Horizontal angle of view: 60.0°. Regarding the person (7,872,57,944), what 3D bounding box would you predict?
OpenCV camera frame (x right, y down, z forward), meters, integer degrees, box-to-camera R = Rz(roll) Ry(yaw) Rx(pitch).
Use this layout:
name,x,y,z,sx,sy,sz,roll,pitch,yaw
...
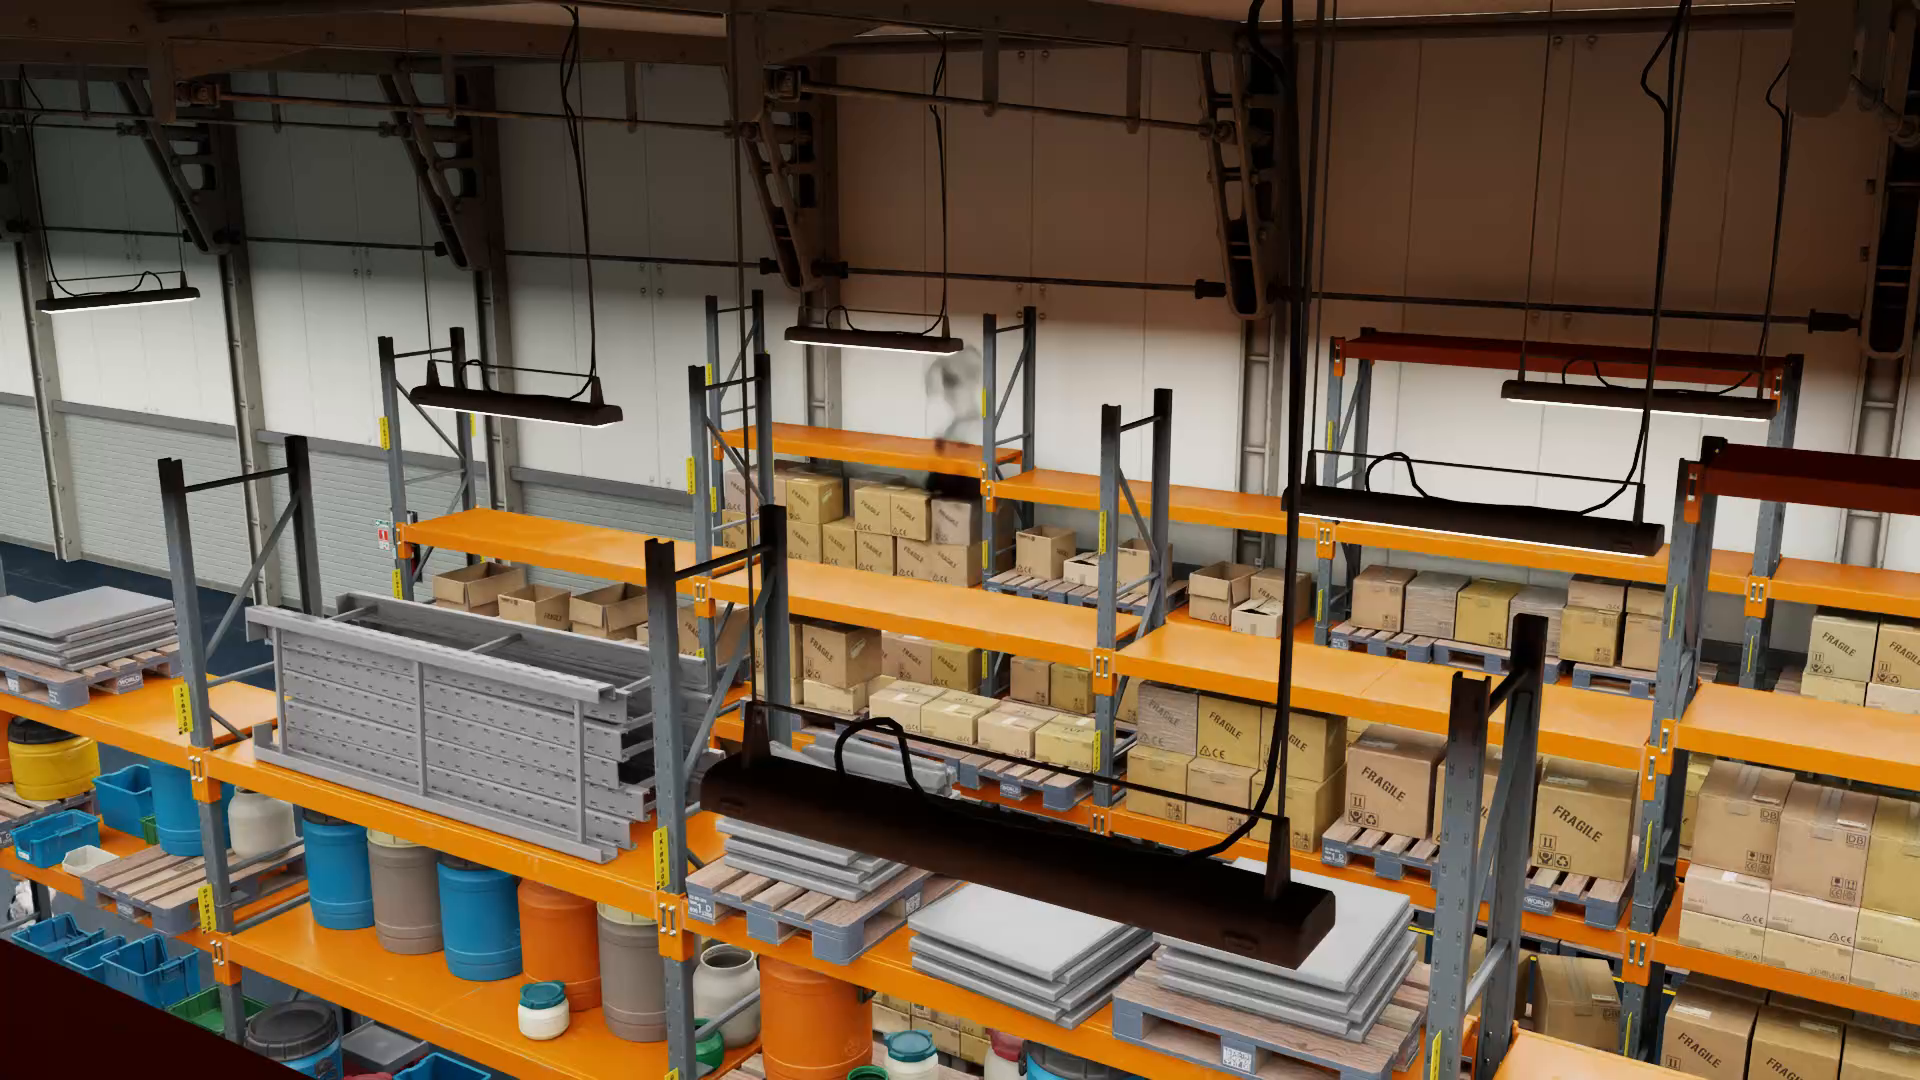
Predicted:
name,x,y,z,sx,sy,sz,roll,pitch,yaw
person,-8.488,3.606,15.276,0.588,1.623,0.658,-4,14,-14
